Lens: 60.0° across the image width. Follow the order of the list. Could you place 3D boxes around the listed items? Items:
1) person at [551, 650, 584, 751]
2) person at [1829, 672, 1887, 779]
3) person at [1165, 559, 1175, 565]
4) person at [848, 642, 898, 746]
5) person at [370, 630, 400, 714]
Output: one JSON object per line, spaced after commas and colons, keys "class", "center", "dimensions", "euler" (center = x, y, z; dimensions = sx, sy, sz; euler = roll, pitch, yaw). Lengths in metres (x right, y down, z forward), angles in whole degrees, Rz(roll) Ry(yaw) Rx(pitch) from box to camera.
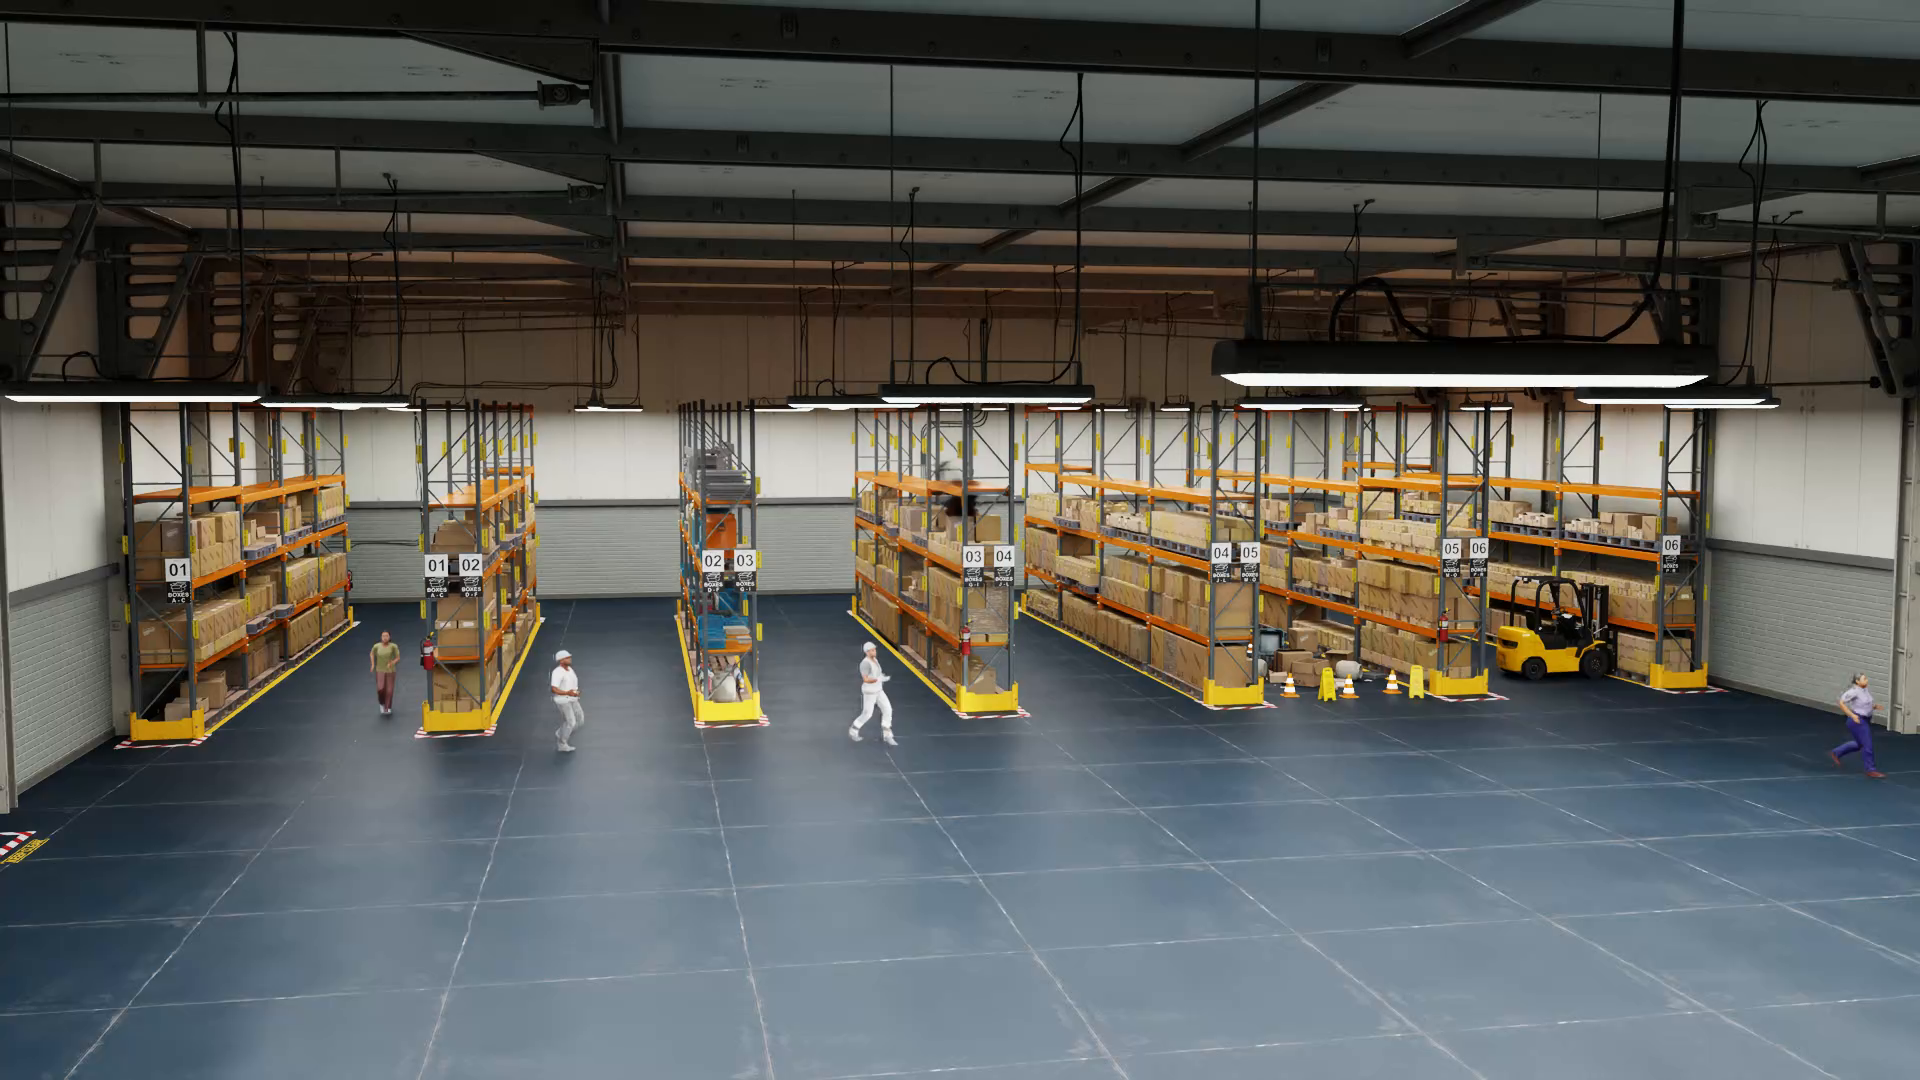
{"class": "person", "center": [-6.650, 2.726, 28.238], "dimensions": [0.589, 1.720, 0.692], "euler": [1, 4, 14]}
{"class": "person", "center": [14.253, 2.907, 26.367], "dimensions": [0.615, 1.624, 0.899], "euler": [-4, 6, -43]}
{"class": "person", "center": [6.417, 1.097, 50.893], "dimensions": [0.610, 1.537, 0.569], "euler": [-1, 4, -10]}
{"class": "person", "center": [-1.505, 2.665, 28.811], "dimensions": [0.893, 1.812, 0.669], "euler": [2, 5, 25]}
{"class": "person", "center": [-10.910, 2.510, 31.577], "dimensions": [0.551, 1.626, 0.688], "euler": [-1, 5, -17]}
